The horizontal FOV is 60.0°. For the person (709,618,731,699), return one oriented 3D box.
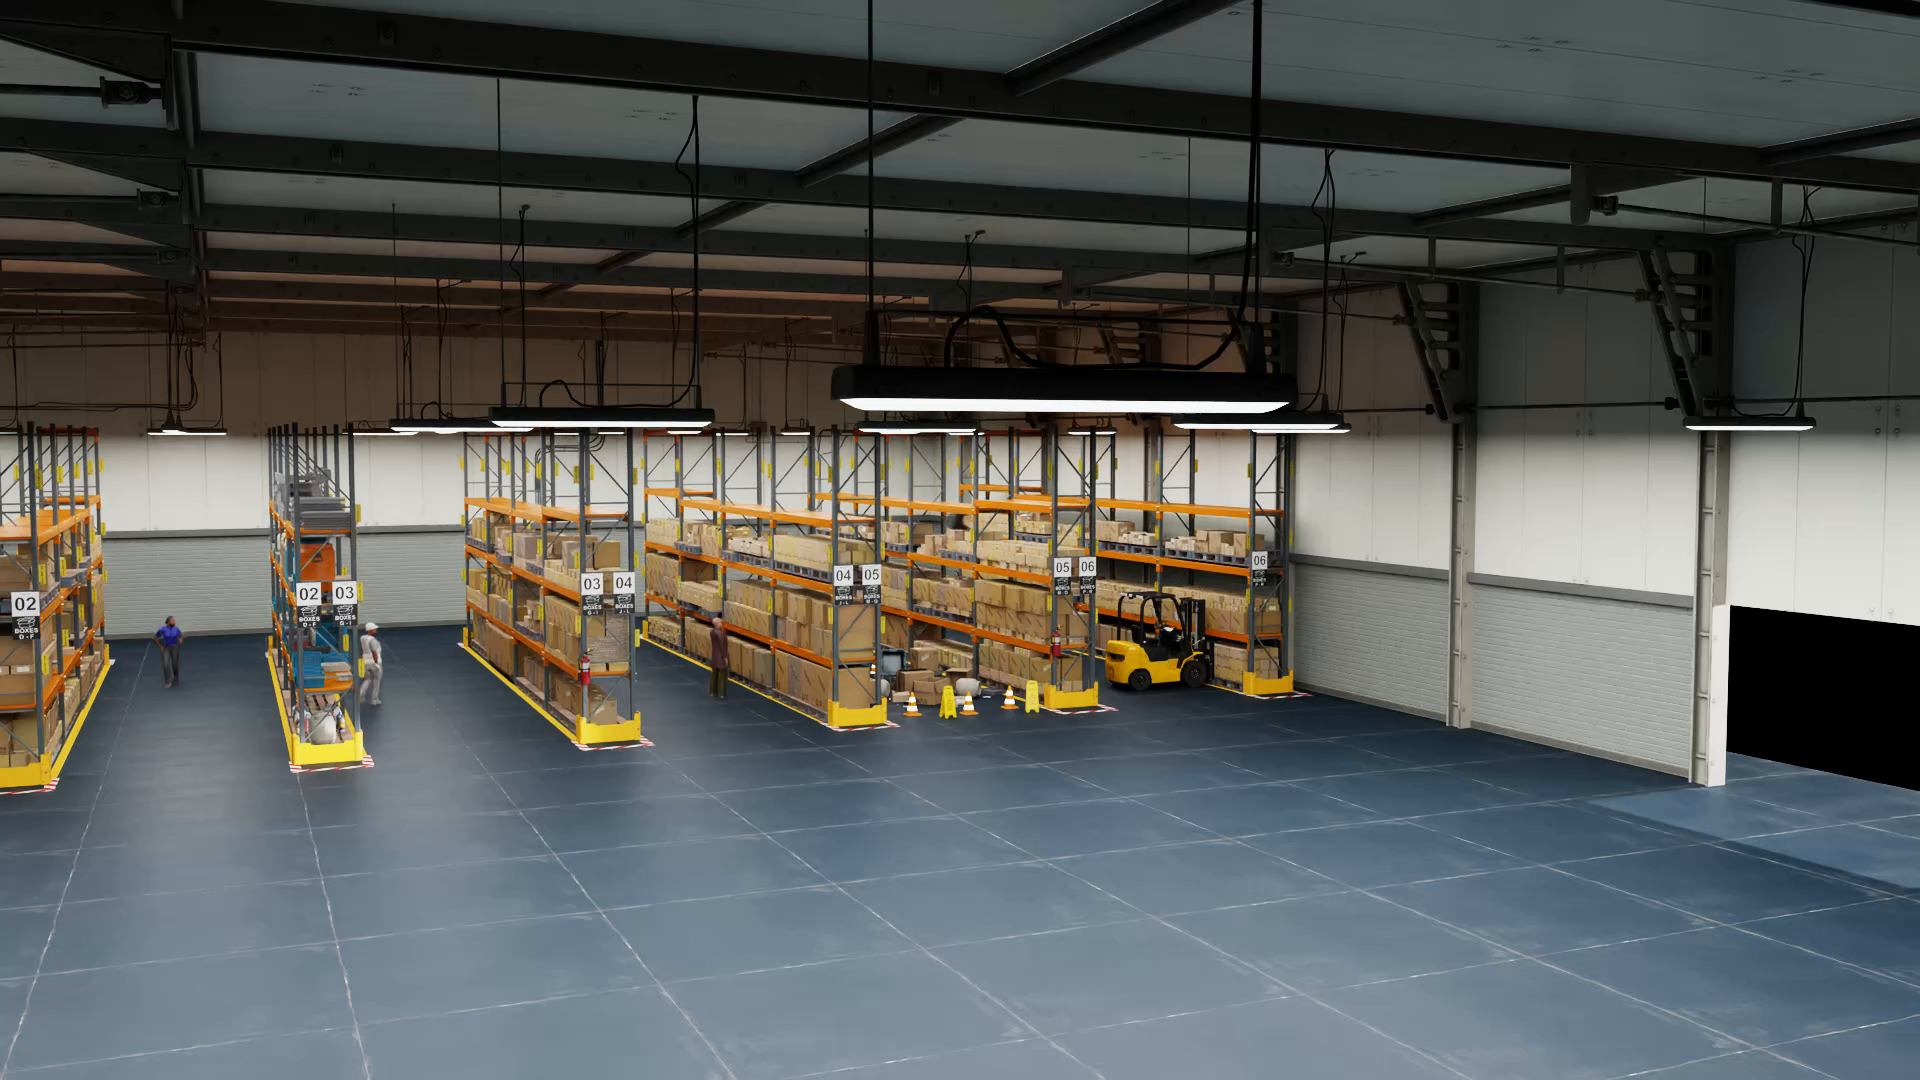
[{"bbox_3d":[-5.277,2.593,36.591,0.620,1.788,0.432,3,5,42],"label":"person"}]

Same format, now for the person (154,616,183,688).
[{"bbox_3d":[-18.286,2.592,38.447,0.592,1.673,0.744,-1,4,-20],"label":"person"}]

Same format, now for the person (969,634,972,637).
[{"bbox_3d":[0.410,1.950,47.901,0.353,1.693,0.479,-3,5,-40],"label":"person"}]

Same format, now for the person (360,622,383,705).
[{"bbox_3d":[-12.617,2.648,35.544,0.534,1.778,0.610,1,4,16],"label":"person"}]
